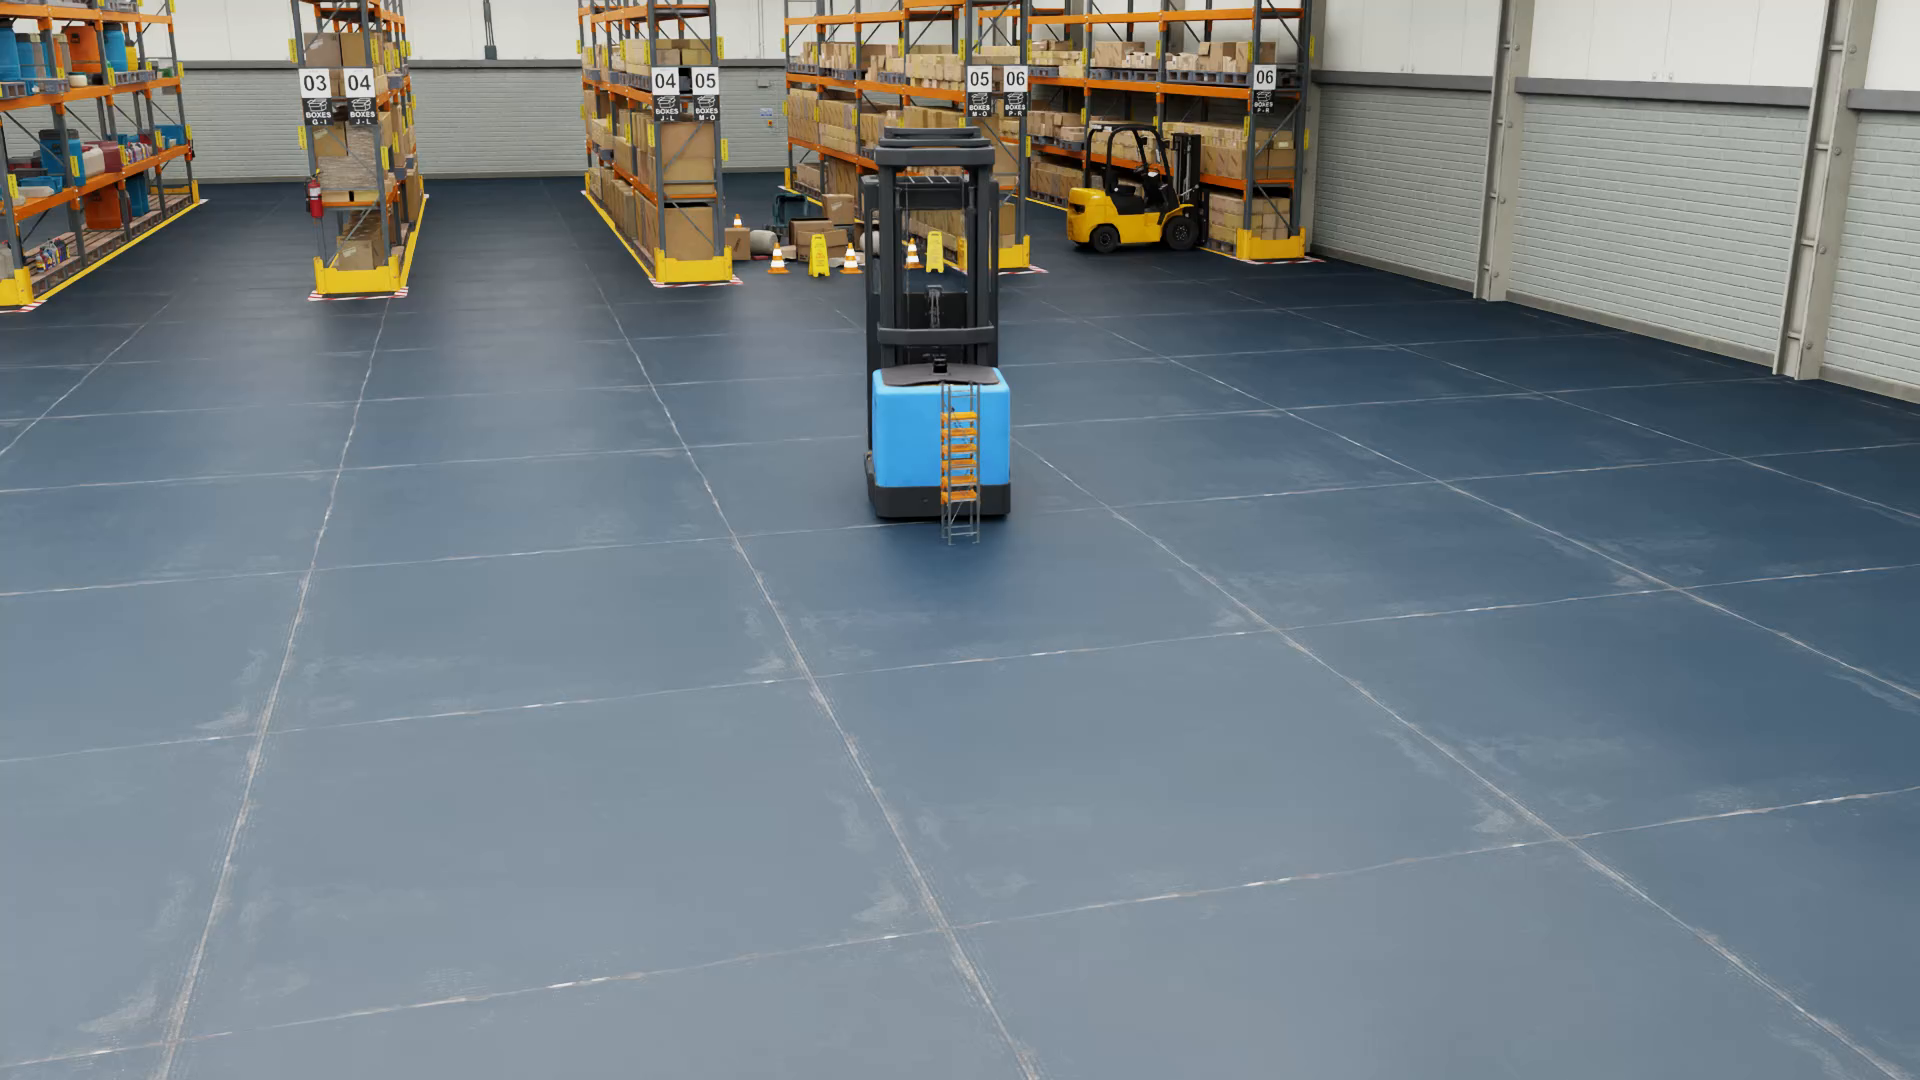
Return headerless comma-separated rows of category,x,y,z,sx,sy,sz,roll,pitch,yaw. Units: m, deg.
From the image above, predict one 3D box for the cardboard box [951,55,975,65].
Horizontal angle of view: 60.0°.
cardboard box,0.075,-7.837,27.165,0.380,0.149,0.250,-5,17,-16

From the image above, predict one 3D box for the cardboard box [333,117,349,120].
cardboard box,-9.621,-6.220,25.516,0.500,0.500,0.500,-5,17,-15

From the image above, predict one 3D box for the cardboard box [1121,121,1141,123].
cardboard box,3.610,-8.753,35.075,0.380,0.149,0.250,-4,17,-14

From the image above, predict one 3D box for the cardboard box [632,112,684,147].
cardboard box,-5.189,-7.097,28.726,0.875,0.550,0.550,-5,17,-15

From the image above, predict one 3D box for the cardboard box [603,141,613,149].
cardboard box,-6.934,-7.900,33.244,0.380,0.149,0.250,-4,17,-14

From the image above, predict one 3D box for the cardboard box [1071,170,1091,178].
cardboard box,2.663,-8.036,36.478,0.380,0.149,0.250,-6,18,-18

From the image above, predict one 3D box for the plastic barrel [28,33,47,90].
plastic barrel,-15.344,-7.838,27.245,0.600,0.901,0.600,0,17,0

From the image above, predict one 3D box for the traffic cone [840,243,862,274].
traffic cone,-1.758,-4.546,26.780,0.336,0.463,0.334,-5,17,-15

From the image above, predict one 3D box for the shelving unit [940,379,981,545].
shelving unit,0.004,-0.571,12.266,0.258,1.200,0.189,-5,17,-15

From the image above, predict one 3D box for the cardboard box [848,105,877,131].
cardboard box,-2.018,-8.787,34.580,0.500,0.500,0.500,-5,17,-17

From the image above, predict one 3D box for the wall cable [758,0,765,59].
wall cable,-5.657,-14.775,45.998,0.463,3.000,0.029,-5,17,-15

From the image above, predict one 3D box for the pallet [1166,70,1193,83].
pallet,4.505,-8.586,30.760,1.003,0.211,1.213,-5,17,-15

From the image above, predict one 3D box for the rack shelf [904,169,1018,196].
rack shelf,0.024,-6.134,28.909,1.077,0.370,4.000,-5,17,-15

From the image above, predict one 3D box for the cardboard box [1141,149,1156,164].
cardboard box,3.856,-7.472,32.374,0.500,0.250,0.500,-4,17,-14

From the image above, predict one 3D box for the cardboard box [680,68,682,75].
cardboard box,-4.291,-7.541,26.660,0.380,0.149,0.250,-5,17,-16

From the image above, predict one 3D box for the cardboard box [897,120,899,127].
cardboard box,-0.873,-7.533,30.895,0.500,0.500,0.500,-5,17,-16

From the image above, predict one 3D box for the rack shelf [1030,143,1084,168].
rack shelf,2.597,-8.740,37.586,1.077,0.370,4.000,-5,17,-15

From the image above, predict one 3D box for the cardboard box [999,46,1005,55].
cardboard box,1.252,-11.928,40.609,0.500,0.250,0.500,-4,17,-14

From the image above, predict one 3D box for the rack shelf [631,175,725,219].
rack shelf,-4.707,-5.715,27.513,1.077,0.370,4.000,-5,17,-15

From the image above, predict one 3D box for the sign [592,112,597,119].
sign,-7.975,-9.195,36.344,0.100,0.325,0.005,-5,17,-15

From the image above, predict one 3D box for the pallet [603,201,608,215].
pallet,-7.240,-7.275,36.303,1.003,0.211,1.213,-5,17,-15

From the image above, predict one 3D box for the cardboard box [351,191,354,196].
cardboard box,-9.500,-5.361,25.522,0.380,0.149,0.250,-5,17,-15

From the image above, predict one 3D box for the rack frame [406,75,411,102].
rack frame,-13.352,-9.568,39.089,1.000,3.000,0.127,-5,17,-15

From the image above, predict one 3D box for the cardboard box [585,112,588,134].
cardboard box,-8.697,-9.976,39.758,0.500,0.500,0.500,-4,17,-13

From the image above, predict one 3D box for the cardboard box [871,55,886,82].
cardboard box,-1.374,-9.360,33.010,0.700,0.500,0.500,-5,17,-15

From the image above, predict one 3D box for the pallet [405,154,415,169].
pallet,-10.855,-7.074,31.122,1.213,0.211,1.003,-5,17,-15

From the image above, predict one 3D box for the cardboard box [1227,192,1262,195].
cardboard box,5.127,-6.107,29.880,0.500,0.250,0.500,-5,17,-16

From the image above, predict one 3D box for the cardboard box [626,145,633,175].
cardboard box,-5.658,-6.784,29.647,0.500,0.500,0.500,-5,17,-16

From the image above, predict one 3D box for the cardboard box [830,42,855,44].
cardboard box,-2.684,-11.157,38.090,0.500,0.500,0.500,-4,17,-14

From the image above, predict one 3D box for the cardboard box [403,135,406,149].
cardboard box,-11.169,-7.701,32.702,0.500,0.500,0.500,-5,17,-17

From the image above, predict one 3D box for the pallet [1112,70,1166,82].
pallet,3.730,-9.388,33.606,1.003,0.211,1.213,-4,17,-13

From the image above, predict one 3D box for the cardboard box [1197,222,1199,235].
cardboard box,4.492,-5.727,30.354,0.500,0.250,0.500,-4,17,-13

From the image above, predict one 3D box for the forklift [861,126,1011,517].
forklift,-0.251,-1.952,13.856,1.130,2.935,3.031,-1,17,-5

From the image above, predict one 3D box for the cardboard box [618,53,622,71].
cardboard box,-5.950,-8.723,30.314,0.500,0.311,0.500,-5,18,-17

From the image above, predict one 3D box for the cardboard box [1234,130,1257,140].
cardboard box,4.947,-6.968,28.617,0.380,0.149,0.250,-5,17,-15

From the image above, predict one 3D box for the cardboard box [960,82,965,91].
cardboard box,0.207,-7.318,26.824,0.380,0.149,0.250,-5,17,-15

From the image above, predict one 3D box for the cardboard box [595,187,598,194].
cardboard box,-8.175,-8.029,38.193,0.380,0.149,0.250,-5,17,-15

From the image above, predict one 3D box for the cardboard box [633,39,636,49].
cardboard box,-5.066,-8.011,26.841,0.380,0.149,0.250,-5,17,-16

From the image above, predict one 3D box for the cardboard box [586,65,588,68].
cardboard box,-8.251,-10.721,37.976,0.500,0.250,0.500,-5,17,-16

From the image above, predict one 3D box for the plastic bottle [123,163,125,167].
plastic bottle,-15.851,-7.177,31.346,0.152,0.276,0.135,-5,17,-15

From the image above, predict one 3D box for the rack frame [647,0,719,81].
rack frame,-4.158,-8.379,24.705,1.000,3.000,0.127,-5,17,-15

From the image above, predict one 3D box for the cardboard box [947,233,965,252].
cardboard box,0.086,-5.019,27.995,0.500,0.250,0.500,-5,17,-16

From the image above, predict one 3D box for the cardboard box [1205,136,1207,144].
cardboard box,4.623,-7.180,29.840,0.380,0.149,0.250,-5,17,-16

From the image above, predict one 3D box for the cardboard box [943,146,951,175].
cardboard box,0.027,-6.383,27.796,0.500,0.500,0.500,-5,17,-15

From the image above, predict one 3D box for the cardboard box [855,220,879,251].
cardboard box,-1.539,-5.432,29.662,0.500,0.500,0.500,7,18,23

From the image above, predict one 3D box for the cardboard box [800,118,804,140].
cardboard box,-3.525,-9.826,39.777,0.500,0.500,0.500,-4,17,-13

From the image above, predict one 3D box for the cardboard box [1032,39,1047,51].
cardboard box,1.795,-11.433,38.382,0.396,0.266,0.258,-5,17,-16

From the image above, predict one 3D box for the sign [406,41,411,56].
sign,-12.826,-11.429,38.672,0.100,0.325,0.005,-5,17,-15

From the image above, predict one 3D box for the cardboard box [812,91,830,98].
cardboard box,-3.229,-10.362,38.694,0.380,0.149,0.250,-5,17,-16

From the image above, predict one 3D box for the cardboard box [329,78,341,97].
cardboard box,-9.331,-6.620,24.323,0.500,0.250,0.500,-4,17,-14

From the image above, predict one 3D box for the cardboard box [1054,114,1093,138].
cardboard box,2.520,-9.219,37.020,0.797,0.503,0.637,-5,17,-17

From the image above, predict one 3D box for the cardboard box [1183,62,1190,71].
cardboard box,4.289,-8.630,30.286,0.380,0.149,0.250,-4,17,-14

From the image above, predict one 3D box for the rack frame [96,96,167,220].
rack frame,-17.015,-8.070,34.102,1.000,3.000,0.127,-5,17,-15

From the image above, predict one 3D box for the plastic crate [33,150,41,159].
plastic crate,-15.765,-6.523,28.841,0.402,0.464,0.583,-5,17,-15

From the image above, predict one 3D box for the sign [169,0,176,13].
sign,-17.589,-11.943,37.129,0.100,0.325,0.005,-5,17,-15

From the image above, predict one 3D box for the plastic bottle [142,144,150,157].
plastic bottle,-16.595,-7.927,33.842,0.152,0.276,0.135,-5,17,-15
